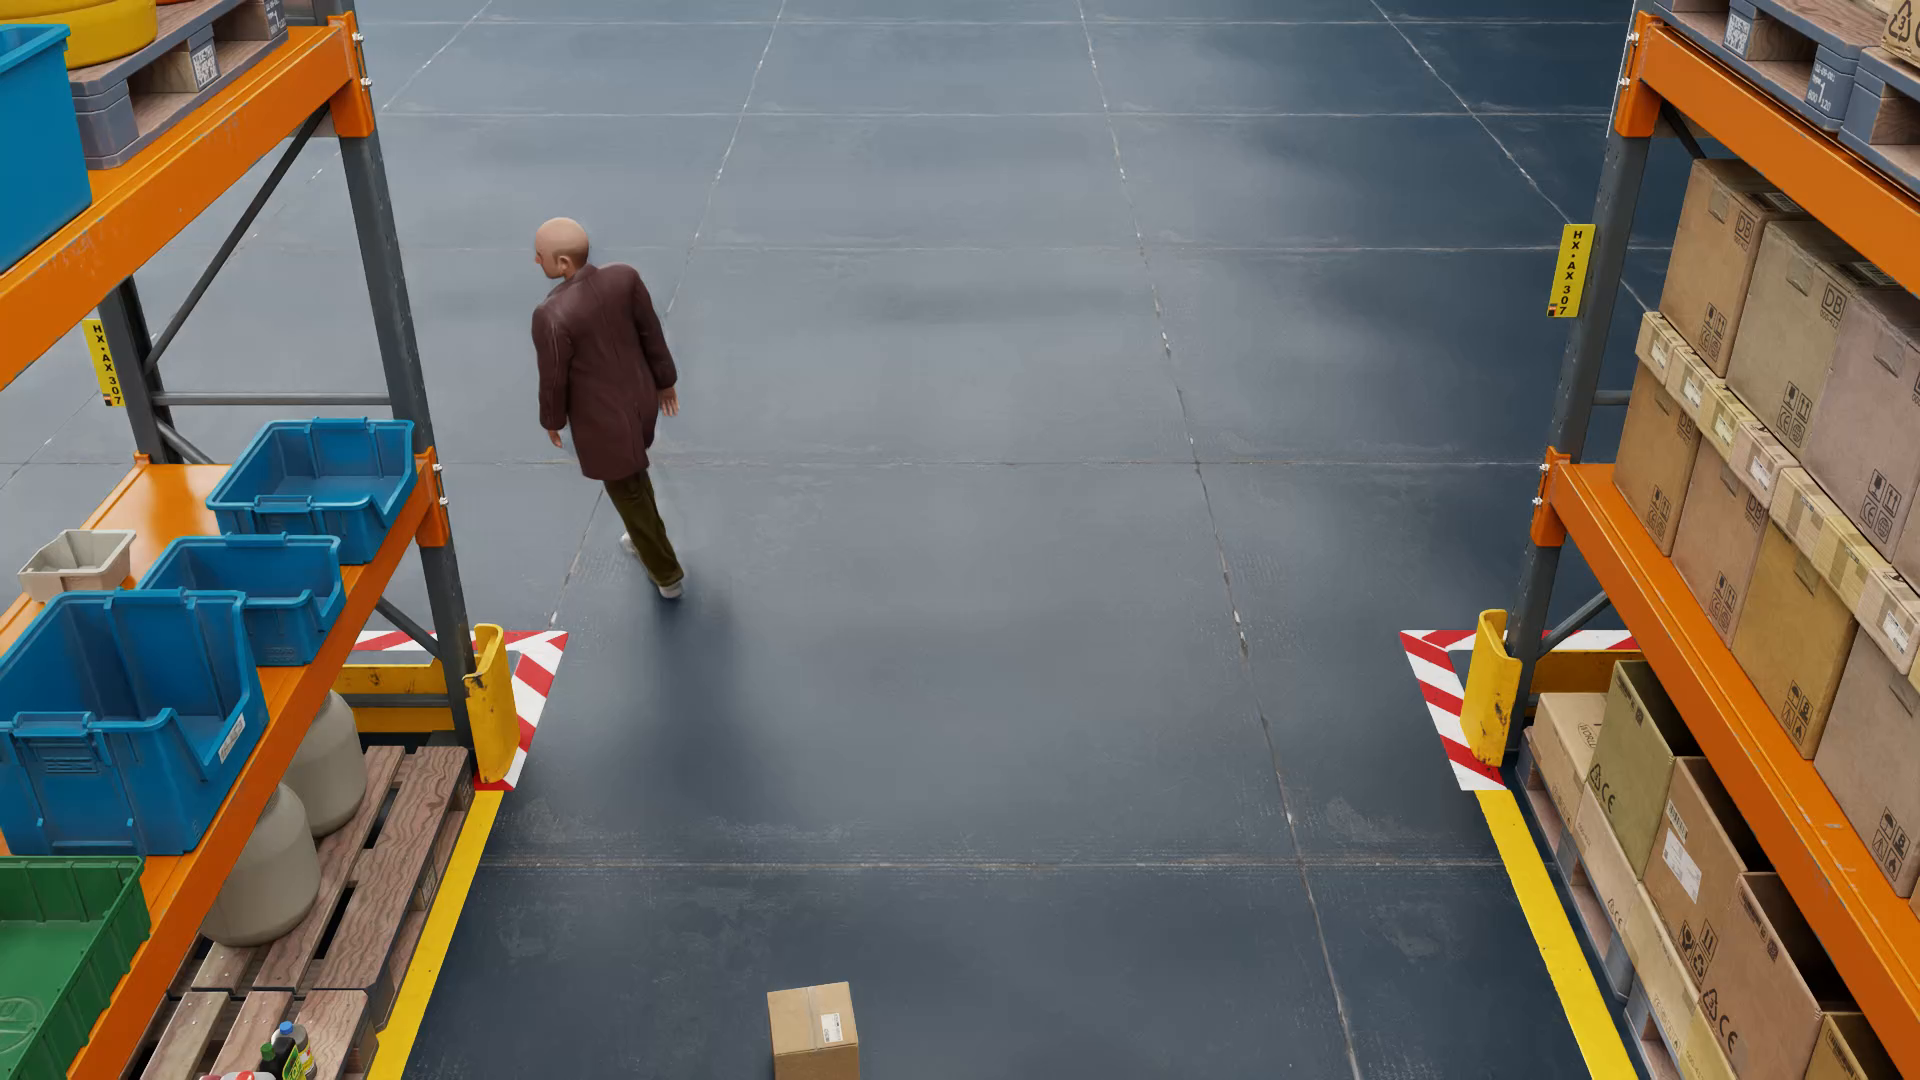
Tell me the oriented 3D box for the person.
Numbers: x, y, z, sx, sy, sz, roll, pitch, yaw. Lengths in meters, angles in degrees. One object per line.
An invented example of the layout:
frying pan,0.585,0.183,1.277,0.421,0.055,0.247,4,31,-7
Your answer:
person,-1.515,-0.518,7.061,0.598,1.710,0.658,22,37,32
